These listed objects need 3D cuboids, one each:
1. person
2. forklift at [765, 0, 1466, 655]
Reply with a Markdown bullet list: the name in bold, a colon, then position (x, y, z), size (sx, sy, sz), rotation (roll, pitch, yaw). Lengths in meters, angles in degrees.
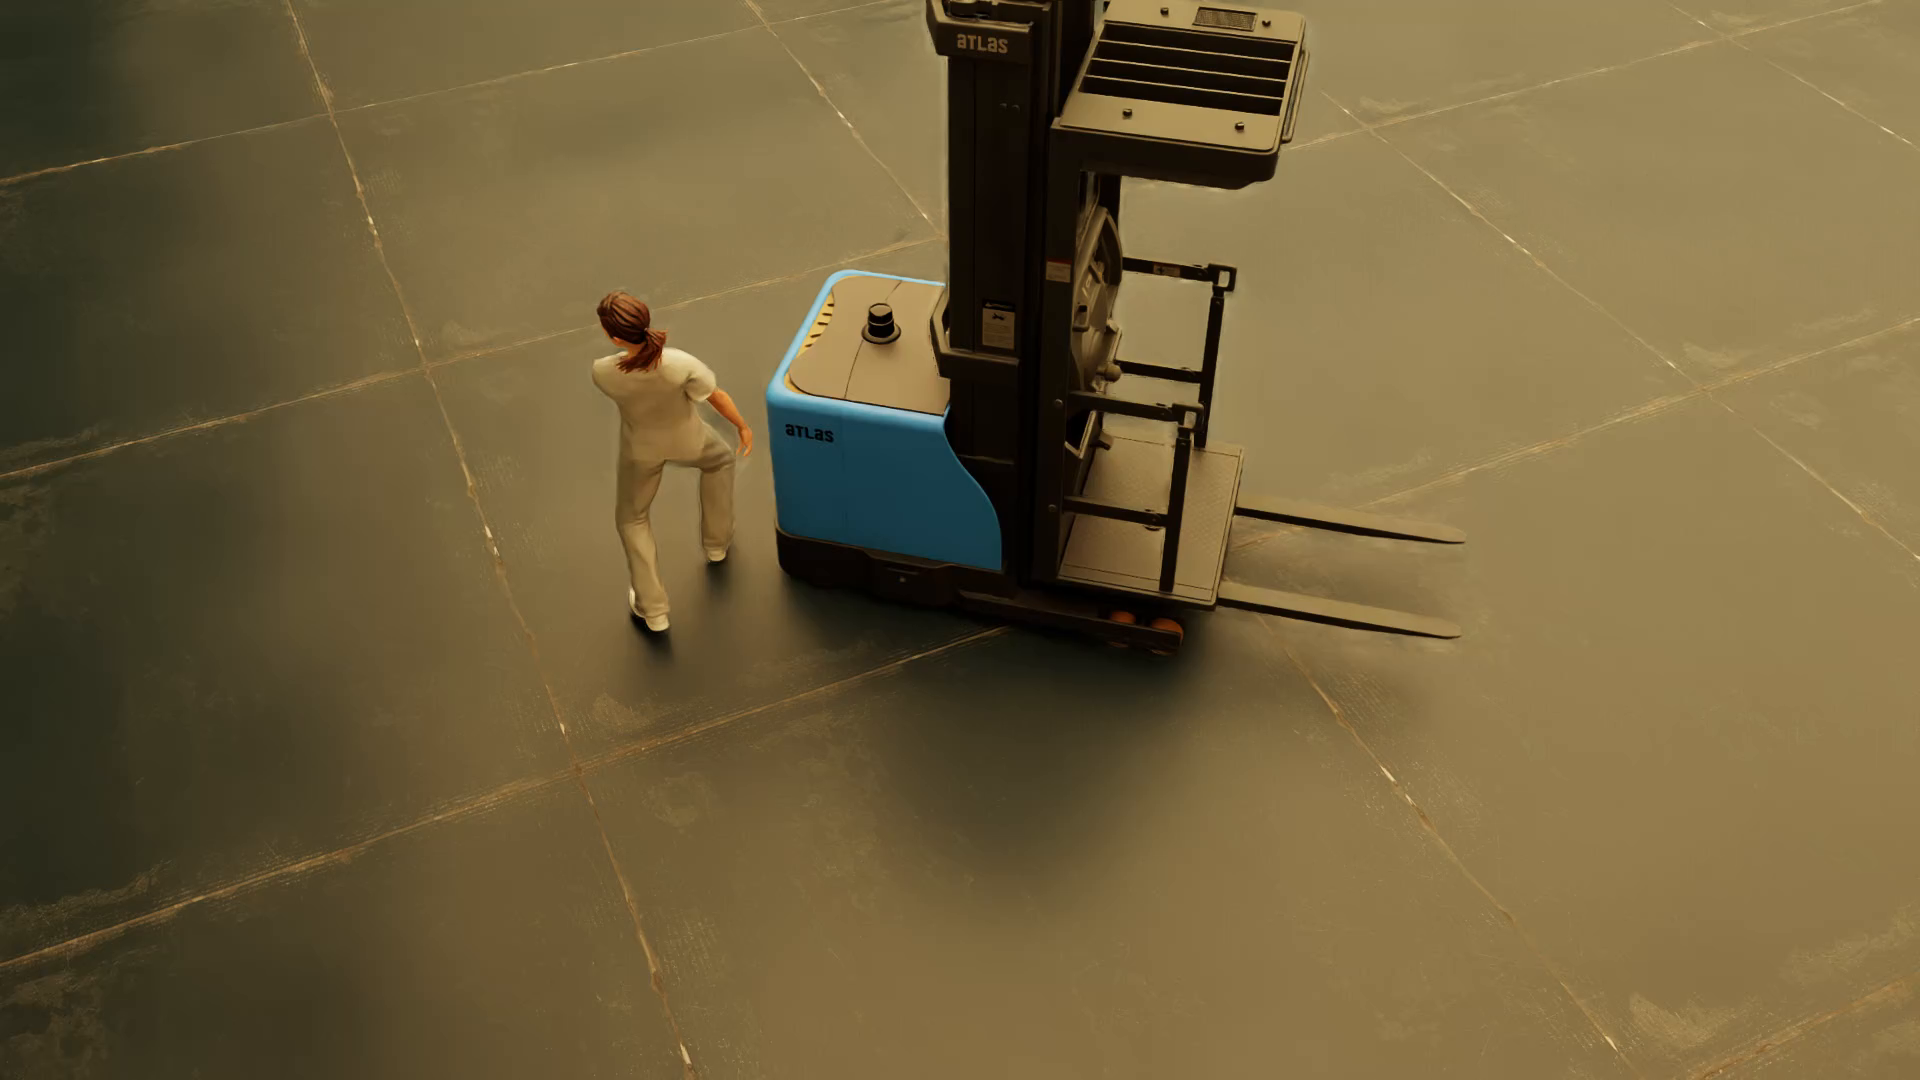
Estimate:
- **person**: position (-1.212, -0.442, 7.105), size (0.639, 1.583, 0.778), rotation (-10, 44, -10)
- **forklift**: position (0.741, -0.970, 6.720), size (3.031, 2.935, 1.130), rotation (10, 44, 10)
